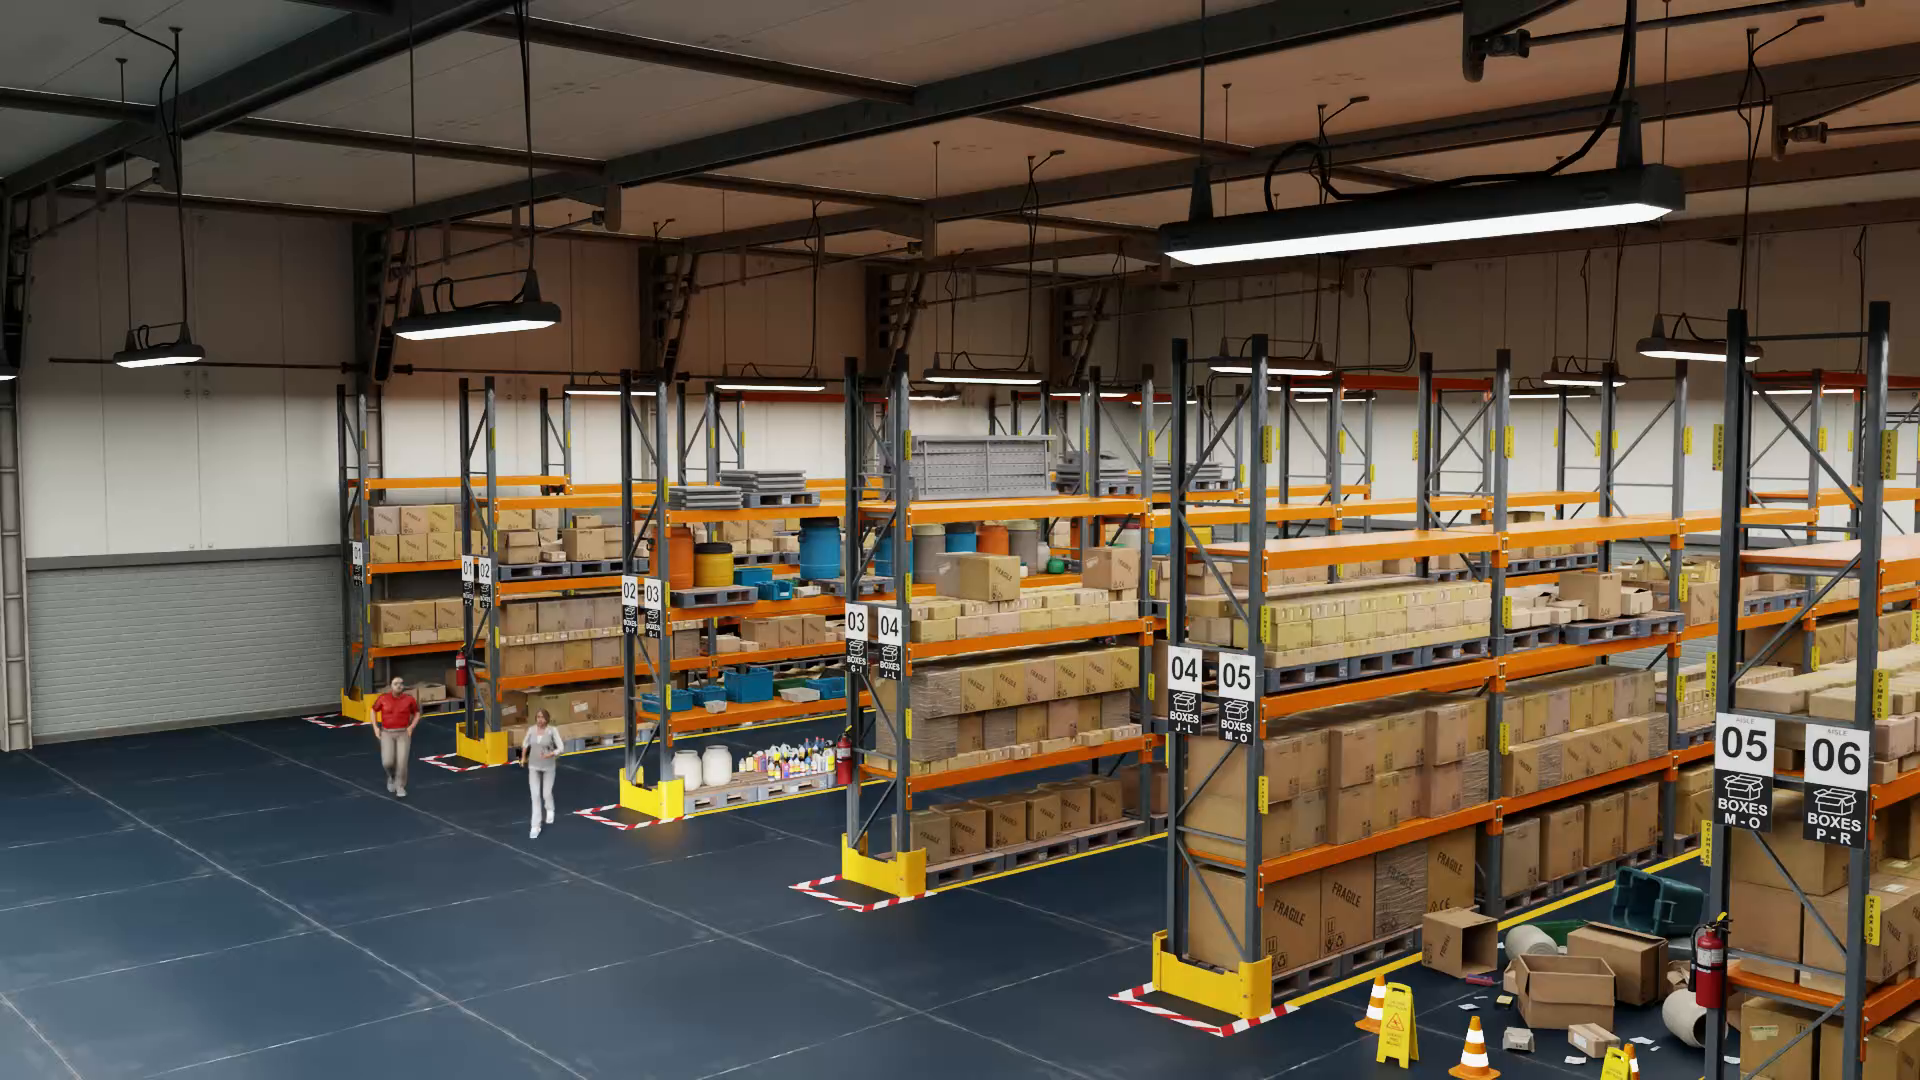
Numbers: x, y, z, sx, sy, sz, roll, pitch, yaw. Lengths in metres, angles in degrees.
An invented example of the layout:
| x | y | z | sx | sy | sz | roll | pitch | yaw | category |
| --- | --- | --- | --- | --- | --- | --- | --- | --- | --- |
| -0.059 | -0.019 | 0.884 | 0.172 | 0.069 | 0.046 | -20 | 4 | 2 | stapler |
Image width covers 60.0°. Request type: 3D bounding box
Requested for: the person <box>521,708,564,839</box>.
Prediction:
| x | y | z | sx | sy | sz | roll | pitch | yaw | category |
| --- | --- | --- | --- | --- | --- | --- | --- | --- | --- |
| -5.369 | 2.956 | 21.408 | 0.551 | 1.606 | 0.809 | 0 | 4 | -5 | person |

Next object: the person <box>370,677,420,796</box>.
| x | y | z | sx | sy | sz | roll | pitch | yaw | category |
| --- | --- | --- | --- | --- | --- | --- | --- | --- | --- |
| -7.969 | 2.783 | 23.500 | 0.670 | 1.691 | 0.533 | -1 | 4 | -20 | person |
